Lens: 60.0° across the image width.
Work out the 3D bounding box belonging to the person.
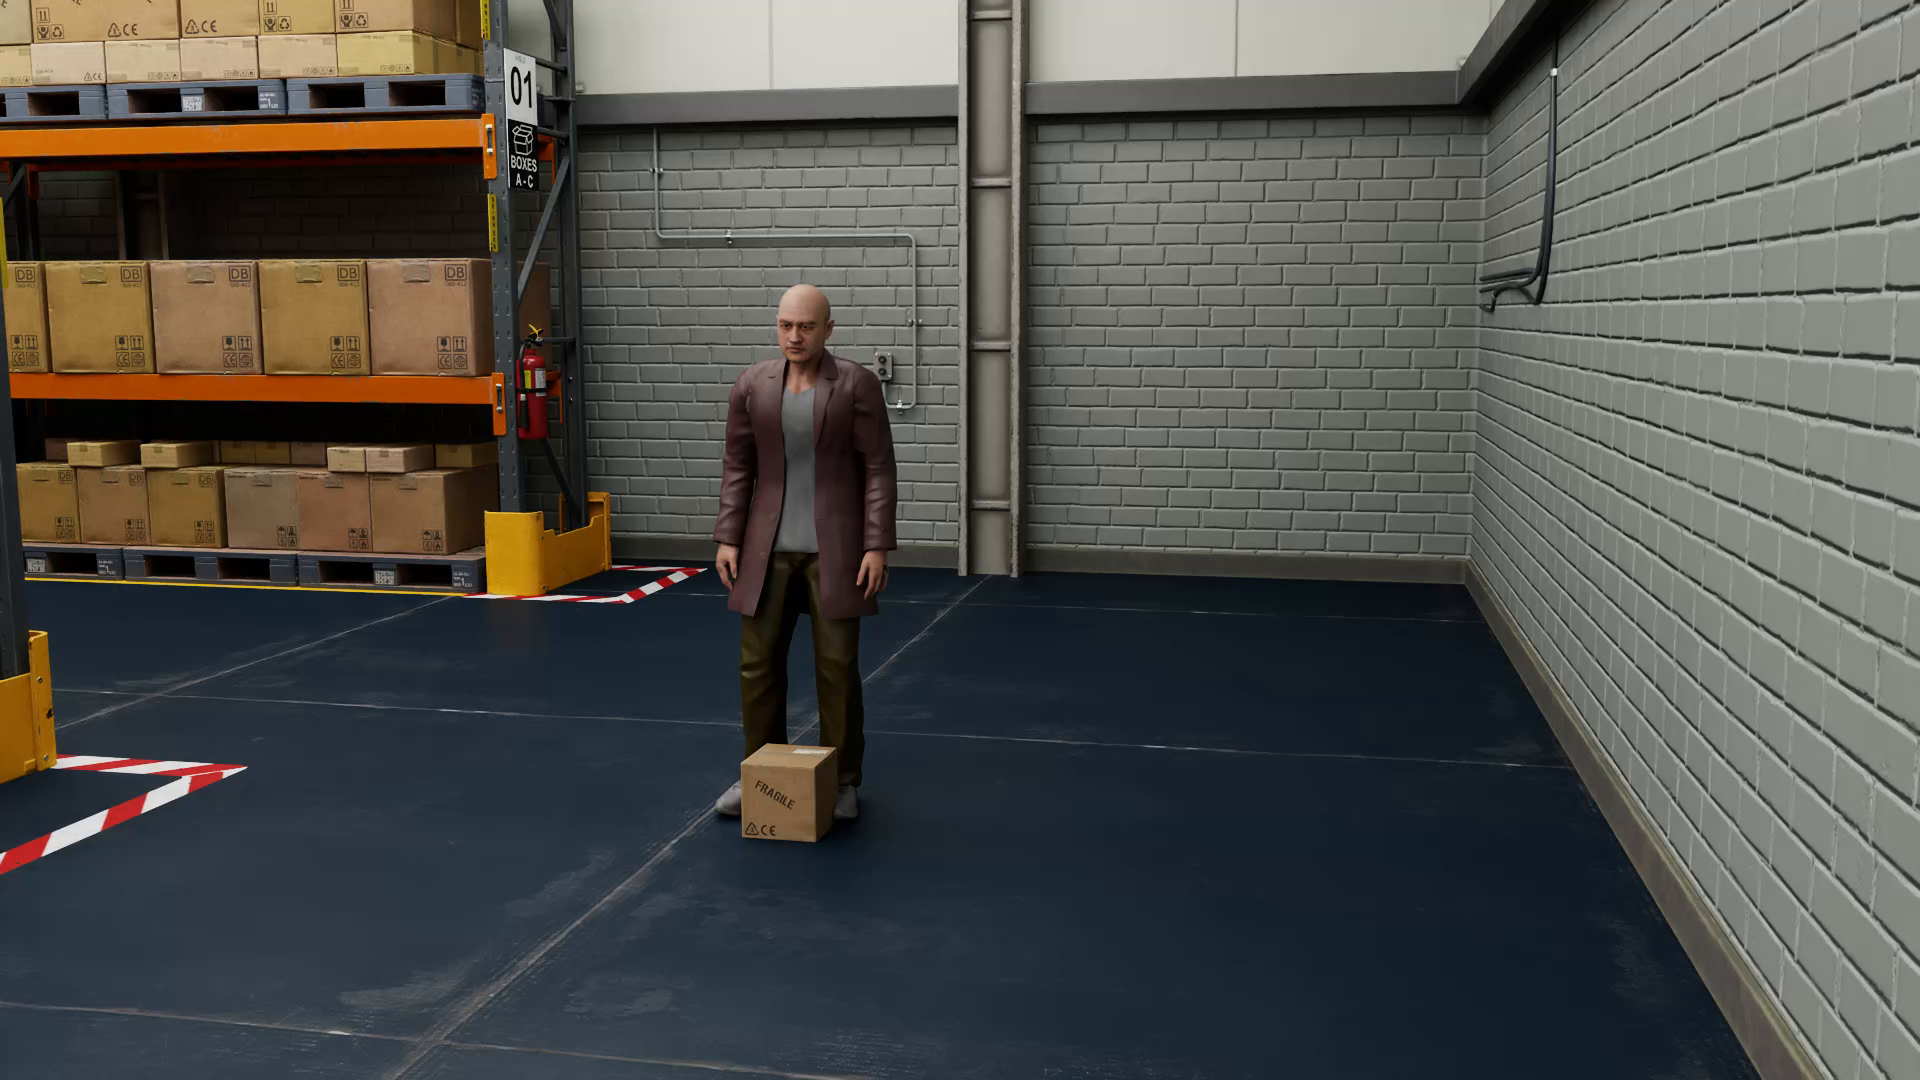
[{"bbox_3d":[-0.524,0.038,5.588,0.641,1.773,0.427,2,8,11],"label":"person"}]
